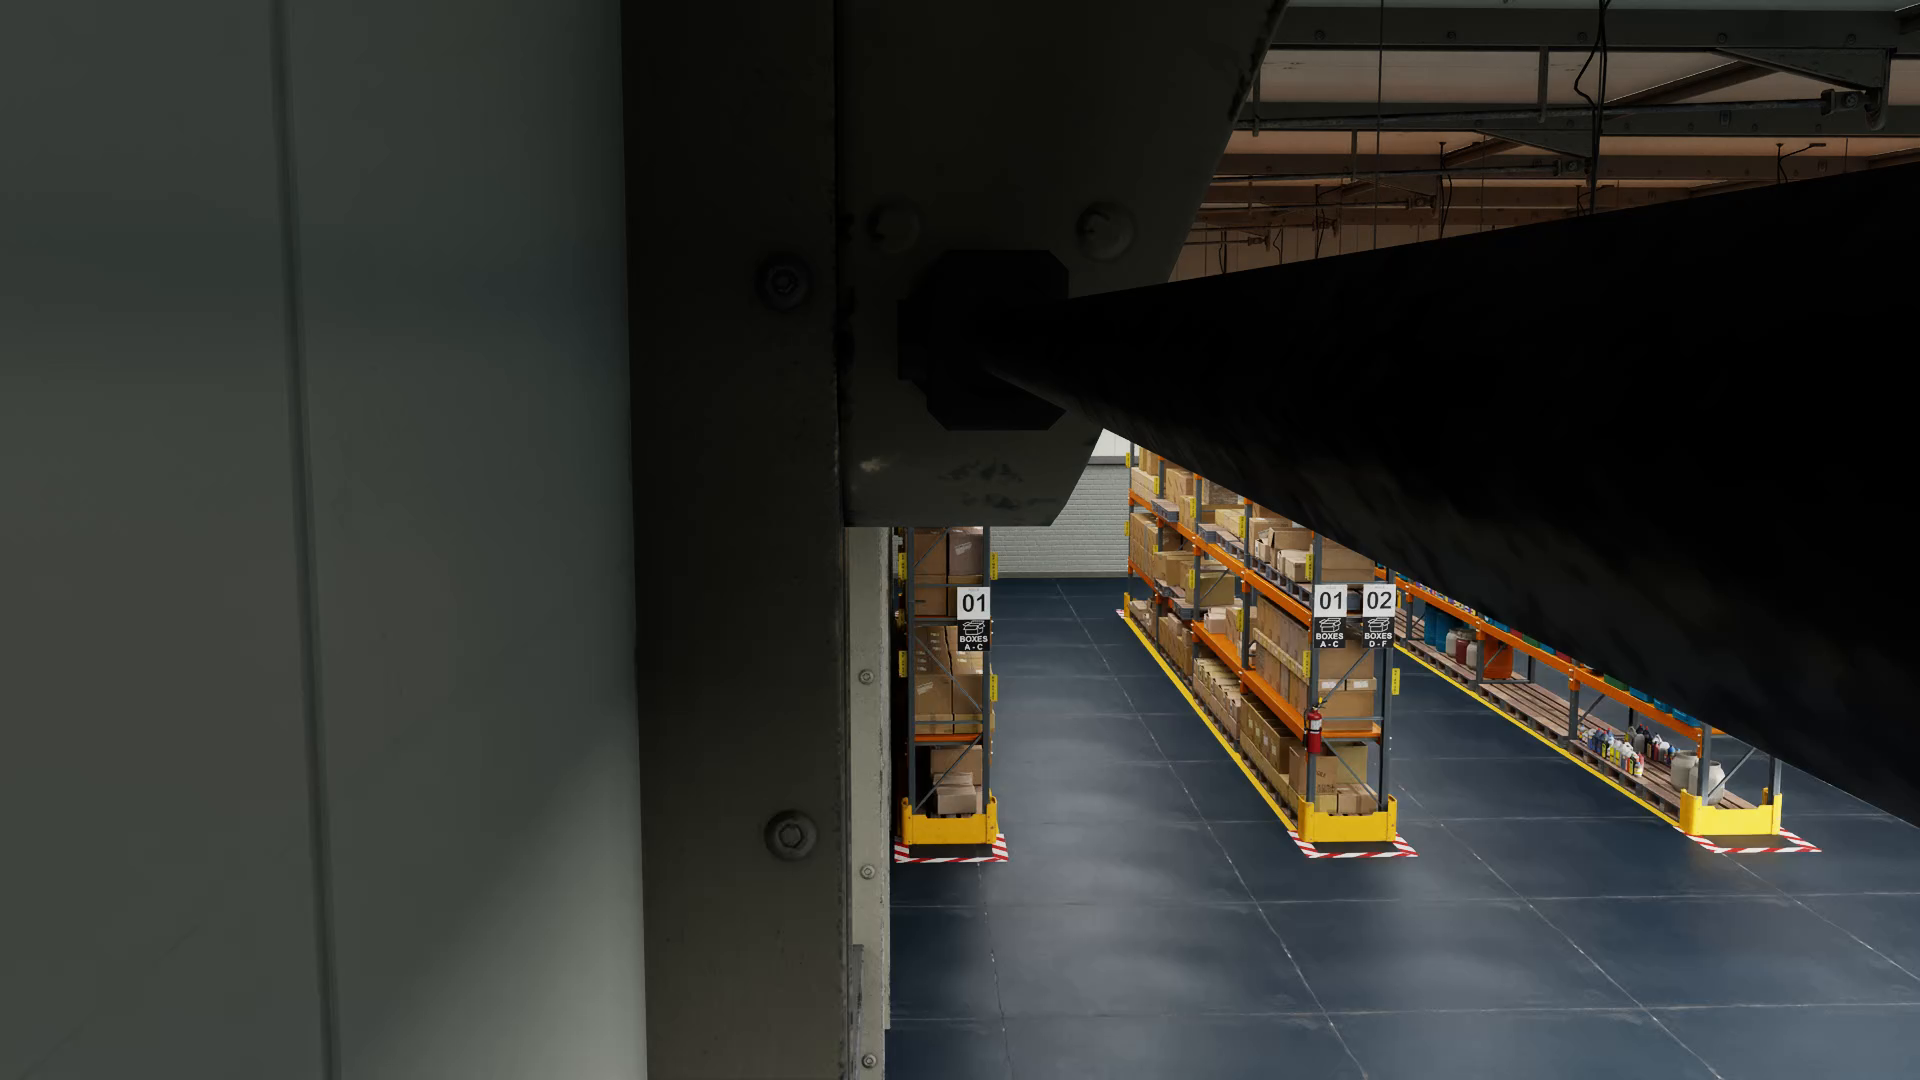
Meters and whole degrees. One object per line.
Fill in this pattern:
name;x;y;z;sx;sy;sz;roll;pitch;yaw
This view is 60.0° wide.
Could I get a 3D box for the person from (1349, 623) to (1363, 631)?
person;7.045;1.703;29.434;0.688;1.802;0.754;-2;7;-12
